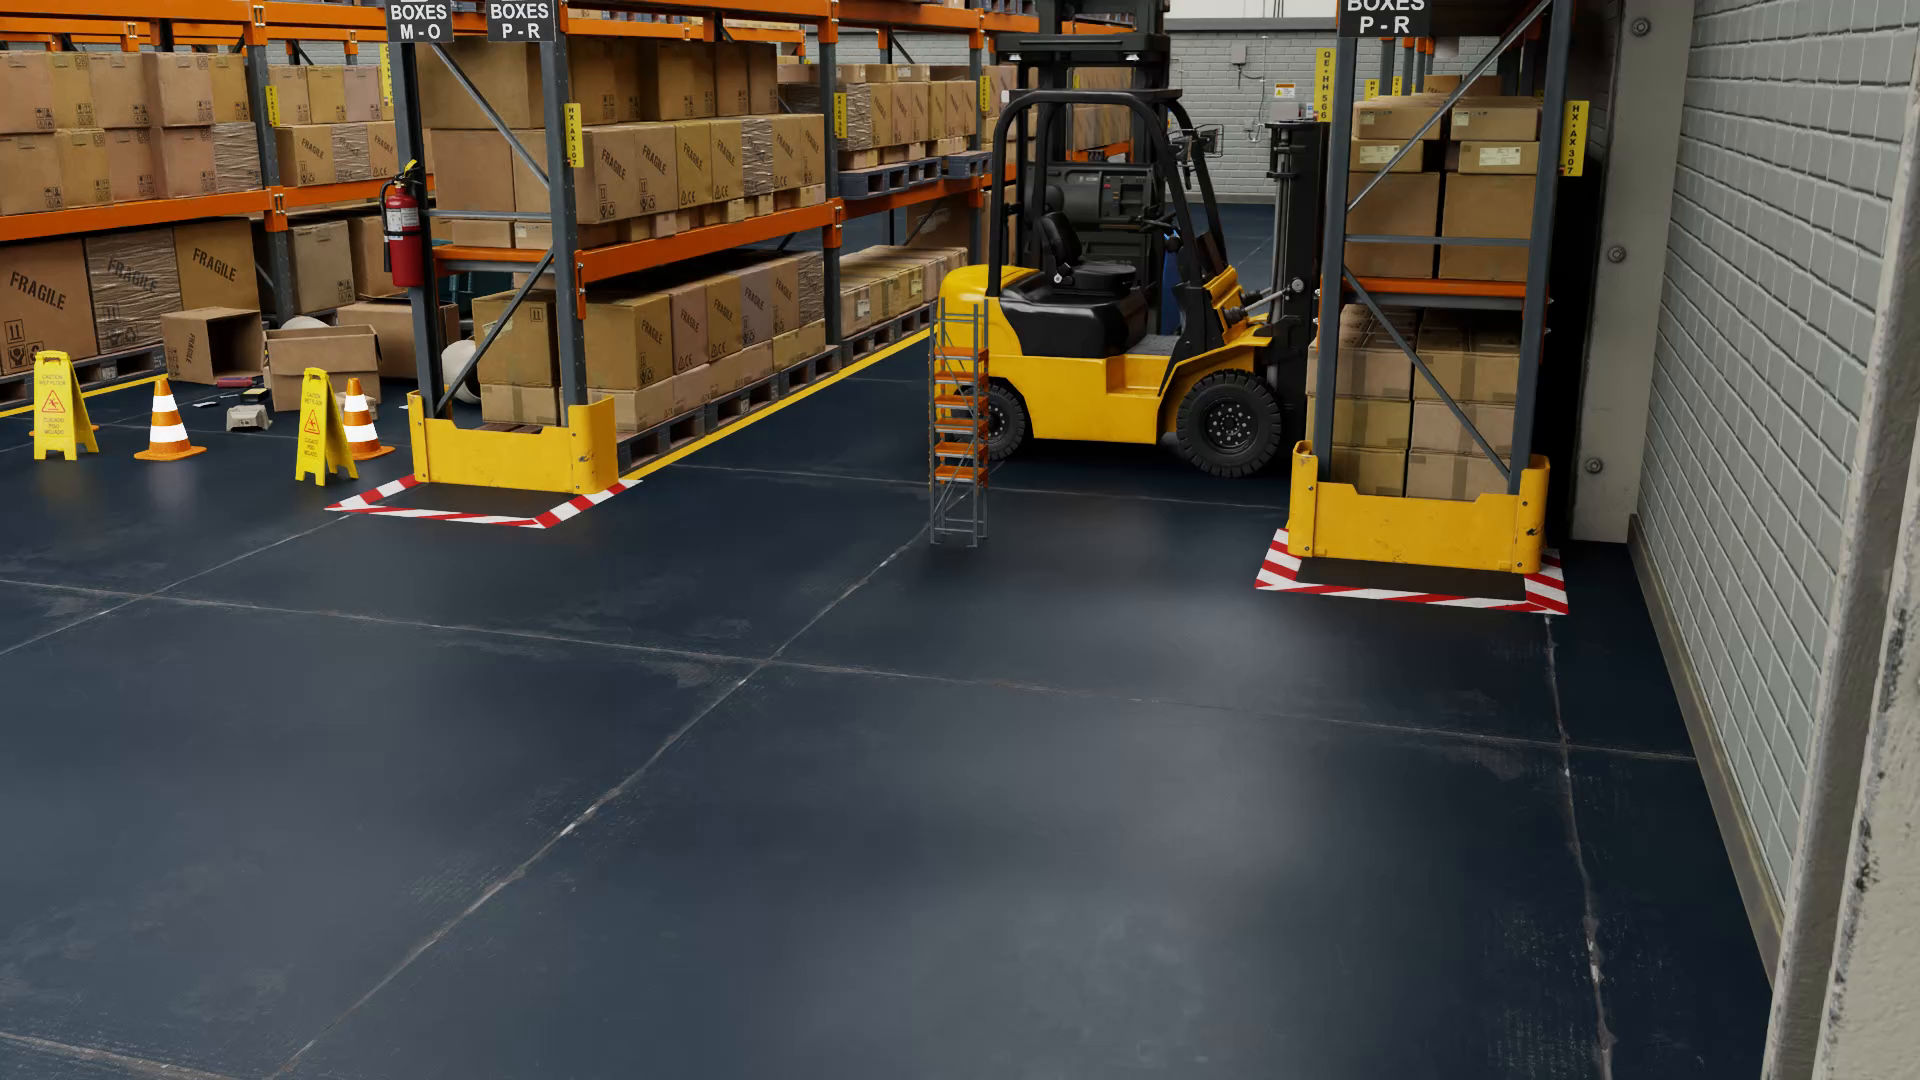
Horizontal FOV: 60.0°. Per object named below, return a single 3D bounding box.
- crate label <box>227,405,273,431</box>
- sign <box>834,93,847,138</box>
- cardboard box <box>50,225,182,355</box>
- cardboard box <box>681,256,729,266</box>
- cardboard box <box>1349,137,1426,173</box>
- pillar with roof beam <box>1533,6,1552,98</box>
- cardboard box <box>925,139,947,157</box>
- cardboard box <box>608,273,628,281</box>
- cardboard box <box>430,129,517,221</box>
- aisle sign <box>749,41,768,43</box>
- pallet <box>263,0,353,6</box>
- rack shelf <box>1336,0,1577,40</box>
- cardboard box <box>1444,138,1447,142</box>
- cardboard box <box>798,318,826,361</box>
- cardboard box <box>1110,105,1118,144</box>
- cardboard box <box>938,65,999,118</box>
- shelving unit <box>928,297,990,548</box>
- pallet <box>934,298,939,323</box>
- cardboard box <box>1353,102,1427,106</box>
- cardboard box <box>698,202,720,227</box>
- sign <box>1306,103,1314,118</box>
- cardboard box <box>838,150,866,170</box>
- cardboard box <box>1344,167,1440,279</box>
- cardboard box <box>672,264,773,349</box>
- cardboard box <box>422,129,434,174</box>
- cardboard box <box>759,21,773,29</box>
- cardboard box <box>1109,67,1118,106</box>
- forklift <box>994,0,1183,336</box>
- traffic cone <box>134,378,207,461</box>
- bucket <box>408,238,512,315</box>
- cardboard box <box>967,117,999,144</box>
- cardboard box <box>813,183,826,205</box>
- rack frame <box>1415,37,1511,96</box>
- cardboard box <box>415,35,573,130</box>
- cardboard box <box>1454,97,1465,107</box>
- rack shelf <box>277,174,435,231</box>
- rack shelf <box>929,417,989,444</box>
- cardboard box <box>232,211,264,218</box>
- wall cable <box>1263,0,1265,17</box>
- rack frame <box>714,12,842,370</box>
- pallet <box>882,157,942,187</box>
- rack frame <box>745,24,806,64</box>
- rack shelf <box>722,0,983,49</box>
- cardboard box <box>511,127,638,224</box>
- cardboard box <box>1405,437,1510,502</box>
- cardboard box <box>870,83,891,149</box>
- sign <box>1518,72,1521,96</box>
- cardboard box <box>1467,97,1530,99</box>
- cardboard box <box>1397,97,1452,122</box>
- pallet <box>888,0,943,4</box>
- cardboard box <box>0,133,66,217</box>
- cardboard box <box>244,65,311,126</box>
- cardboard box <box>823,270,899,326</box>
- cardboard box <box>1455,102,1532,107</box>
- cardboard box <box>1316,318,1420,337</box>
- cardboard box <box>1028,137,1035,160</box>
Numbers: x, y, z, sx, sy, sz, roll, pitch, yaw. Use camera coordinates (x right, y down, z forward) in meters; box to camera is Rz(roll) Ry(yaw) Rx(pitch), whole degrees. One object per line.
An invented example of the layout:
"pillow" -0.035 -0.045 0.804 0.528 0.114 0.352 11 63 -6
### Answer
"crate label" -4.672 -0.804 10.911 0.250 0.136 0.298 -4 16 -13
"sign" -0.901 -3.183 12.470 0.100 0.325 0.005 5 16 16
"cardboard box" -6.696 -1.949 12.828 0.875 0.875 0.875 5 17 16
"cardboard box" -1.991 -1.773 11.977 0.500 0.500 0.500 5 17 18
"cardboard box" 2.030 -1.849 7.980 0.380 0.149 0.250 5 17 17
"pillar with roof beam" 2.545 -7.848 19.509 9.100 9.000 0.400 5 16 16
"cardboard box" -0.334 -3.547 15.029 0.380 0.149 0.250 5 17 17
"cardboard box" -2.391 -1.778 10.807 0.380 0.149 0.250 5 17 18
"cardboard box" -2.670 -2.115 9.561 0.500 0.500 0.500 4 16 15
"aisle sign" -3.055 -7.597 24.852 0.394 0.787 0.004 5 16 16
"pallet" -5.985 -4.759 14.465 0.805 0.209 1.217 4 16 14
"rack shelf" 2.768 -2.997 9.219 1.077 0.370 4.000 5 16 16
"cardboard box" 3.231 -2.740 11.850 0.500 0.250 0.500 4 16 15
"cardboard box" -1.334 -1.511 12.428 0.500 0.250 0.500 5 17 18
"cardboard box" 1.810 -5.582 22.331 0.500 0.500 0.500 5 17 17
"cardboard box" 0.088 -4.493 16.656 0.500 0.500 0.500 4 16 14
"shelving unit" -0.004 -0.573 8.152 0.258 1.200 0.189 5 16 16
"pallet" -0.510 -2.308 16.079 1.003 0.211 1.213 5 16 16
"cardboard box" 2.298 -2.264 8.896 0.380 0.149 0.250 5 17 17
"cardboard box" -1.775 -2.116 10.754 0.380 0.149 0.250 4 16 14
"sign" 6.072 -7.193 28.365 0.329 0.494 0.001 5 16 16
"cardboard box" -0.963 -3.008 13.129 0.380 0.149 0.250 5 17 17
"cardboard box" 2.088 -1.574 8.198 0.500 0.500 0.500 4 16 15
"cardboard box" -1.621 -1.605 11.385 0.500 0.500 0.500 6 17 19
"cardboard box" -5.359 -3.725 15.781 0.500 0.500 0.500 5 17 17
"cardboard box" -2.955 -7.273 23.251 0.500 0.250 0.500 5 17 18
"cardboard box" 1.814 -6.063 22.192 0.500 0.500 0.500 5 16 16
"forklift" 0.869 -2.501 11.776 1.130 2.935 3.031 5 16 16
"traffic cone" -4.835 -0.750 10.125 0.336 0.463 0.334 5 16 16
"bucket" -4.026 -2.107 13.472 0.726 0.611 0.620 11 9 35
"cardboard box" 0.094 -4.135 16.771 0.500 0.250 0.500 5 16 15
"cardboard box" -1.222 -2.578 12.383 0.380 0.149 0.250 4 16 15
"rack frame" 5.610 -4.516 18.754 1.000 3.000 0.127 5 16 16
"cardboard box" -2.624 -2.583 9.380 0.700 0.500 0.500 4 16 15
"cardboard box" 4.770 -3.842 15.426 0.500 0.500 0.500 5 17 18
"rack shelf" -5.630 -3.342 15.932 1.077 0.370 4.000 5 16 16
"rack shelf" -0.004 -0.531 8.164 0.258 0.103 0.180 5 16 16
"cardboard box" -9.311 -4.213 20.811 1.225 0.875 0.875 5 16 16
"wall cable" 4.054 -10.284 28.095 2.355 3.000 0.029 5 16 16
"rack frame" -1.423 -2.807 12.729 1.000 3.000 0.127 5 16 16
"pallet" -0.810 -3.240 14.608 1.003 0.211 1.213 5 16 16
"rack frame" -2.788 -6.304 25.058 1.000 3.000 0.127 5 16 16
"rack shelf" -0.855 -4.427 14.263 1.077 0.370 4.000 5 16 16
"cardboard box" -2.159 -2.054 9.346 0.500 0.500 0.500 4 16 15
"cardboard box" 2.527 -0.369 8.403 0.500 0.250 0.500 5 16 16
"cardboard box" -0.873 -3.432 13.434 0.500 0.500 0.500 5 16 16
"sign" 5.007 -3.984 14.758 0.100 0.325 0.005 5 16 16
"cardboard box" 3.362 -2.687 10.388 0.380 0.149 0.250 4 16 15
"cardboard box" 2.910 -2.723 10.516 0.380 0.149 0.250 4 16 15
"pallet" -0.854 -4.585 13.843 1.213 0.211 1.003 5 16 16
"cardboard box" -6.858 -2.573 11.629 0.875 0.550 0.550 5 16 16
"cardboard box" -6.062 -3.824 14.299 0.700 0.500 0.500 4 16 15
"cardboard box" -1.076 -2.071 14.179 0.950 0.372 0.625 6 17 19
"cardboard box" 2.804 -2.222 8.748 0.380 0.149 0.250 5 17 18
"cardboard box" 2.171 -1.016 8.850 0.500 0.250 0.500 5 17 17
"cardboard box" 0.514 -4.292 18.238 0.500 0.250 0.500 5 16 16
